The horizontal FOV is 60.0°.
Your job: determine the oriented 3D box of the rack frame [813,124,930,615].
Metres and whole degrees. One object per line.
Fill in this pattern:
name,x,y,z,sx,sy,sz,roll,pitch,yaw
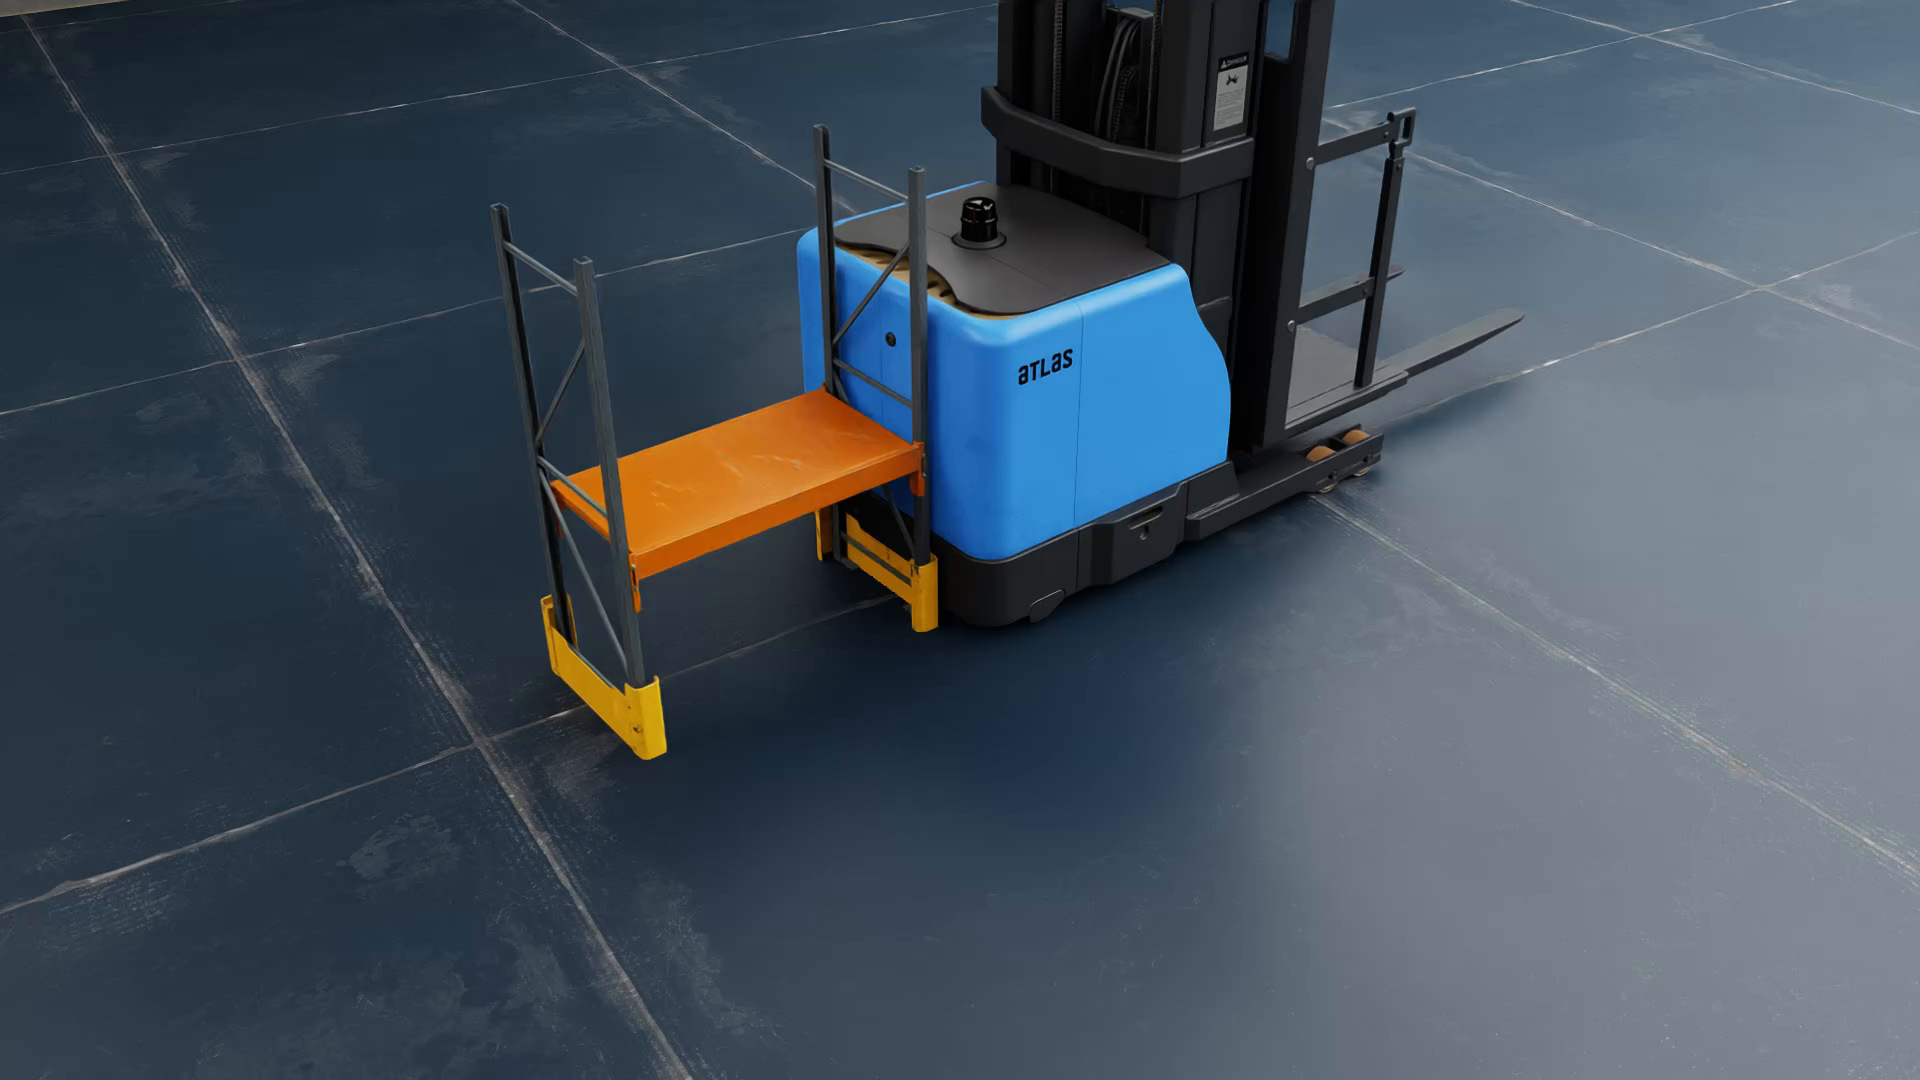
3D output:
rack frame,-0.262,-0.476,5.099,0.032,1.500,0.500,-23,39,-32

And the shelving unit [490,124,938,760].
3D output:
shelving unit,-0.664,-0.303,4.824,1.083,1.500,0.587,-23,39,-32

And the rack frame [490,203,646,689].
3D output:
rack frame,-1.053,-0.135,4.558,0.032,1.500,0.500,-23,39,-32

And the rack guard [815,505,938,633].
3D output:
rack guard,-0.277,0.059,5.422,0.087,0.250,0.587,-23,39,-32

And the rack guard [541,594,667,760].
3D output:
rack guard,-1.052,0.393,4.893,0.087,0.250,0.587,-23,39,-32

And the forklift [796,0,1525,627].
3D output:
forklift,0.927,-1.608,5.552,3.031,2.935,1.130,-23,39,-32

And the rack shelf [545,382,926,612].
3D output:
rack shelf,-0.657,-0.153,4.925,1.000,0.185,0.538,-23,39,-32
